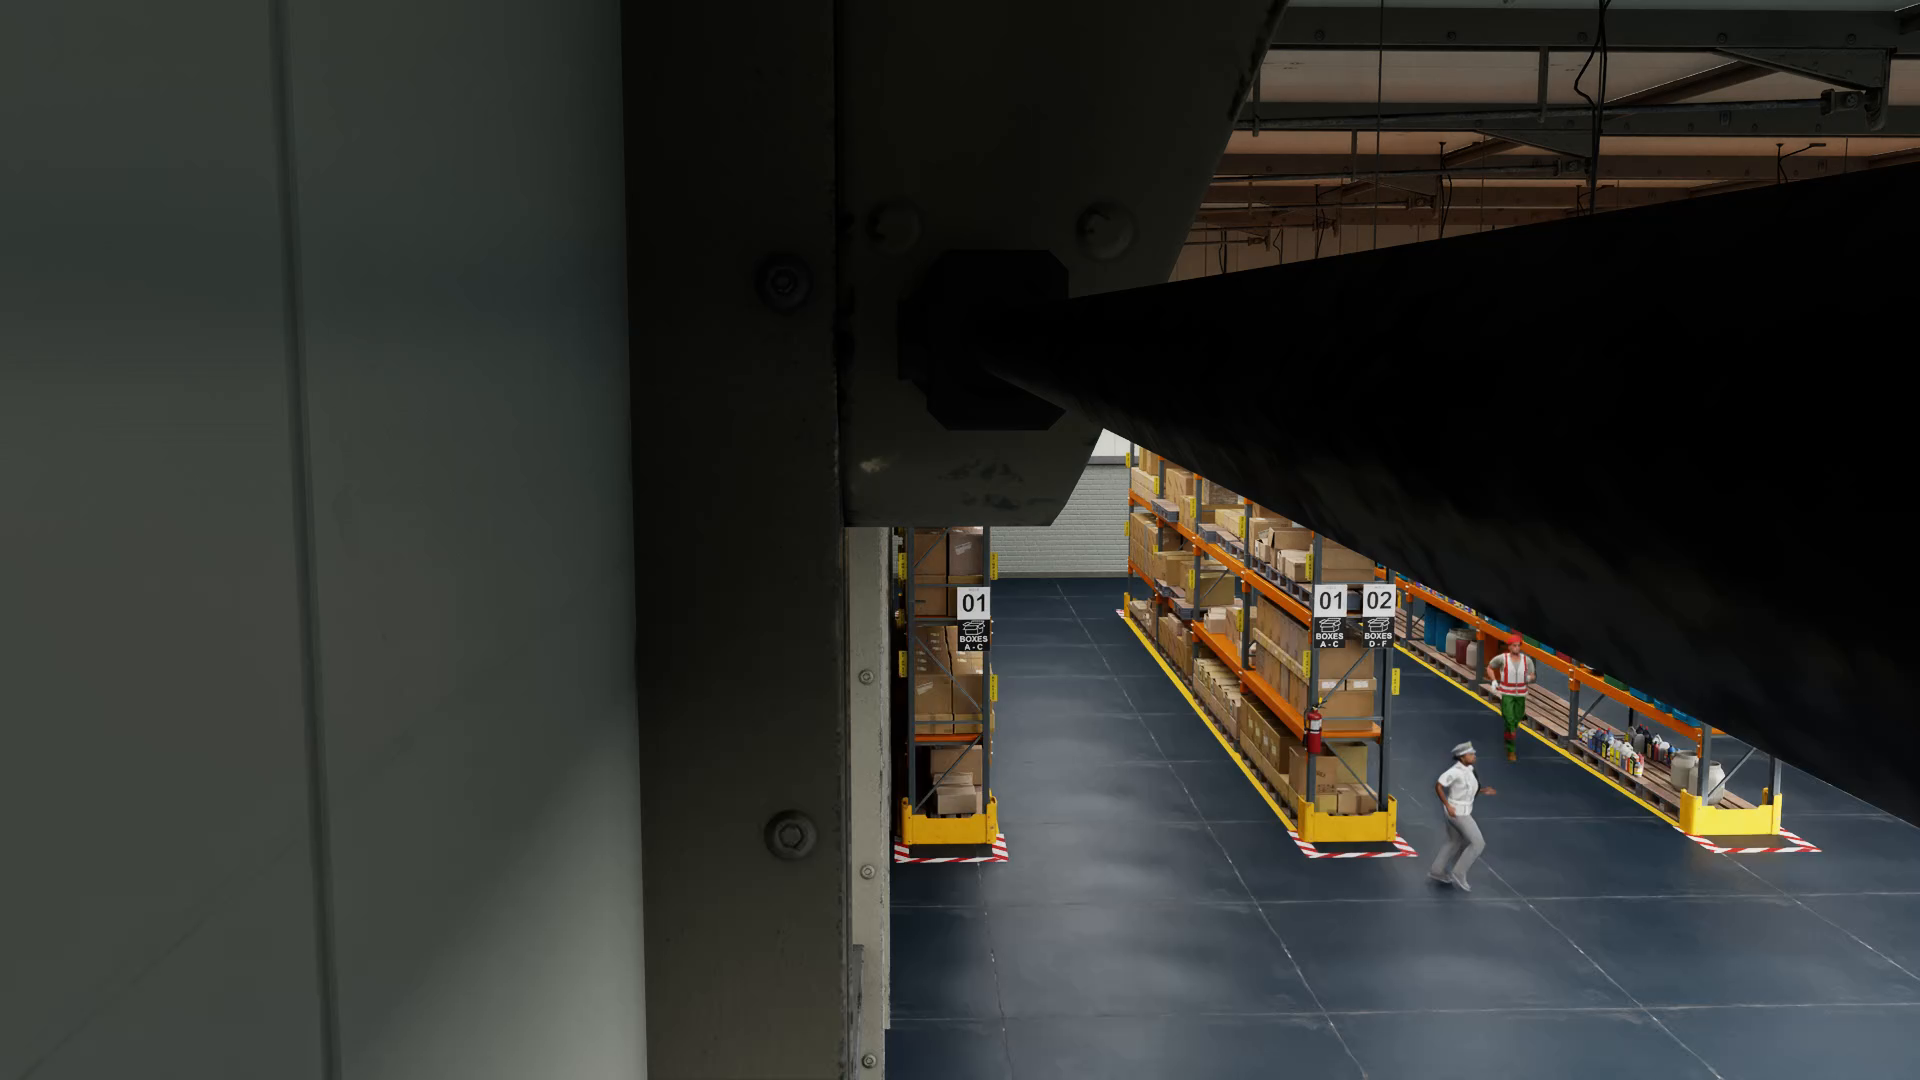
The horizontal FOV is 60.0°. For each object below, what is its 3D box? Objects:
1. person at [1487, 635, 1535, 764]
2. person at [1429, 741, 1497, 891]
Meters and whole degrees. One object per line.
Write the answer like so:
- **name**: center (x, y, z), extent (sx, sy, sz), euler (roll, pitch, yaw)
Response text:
- **person**: center (8.140, 2.304, 24.498), extent (0.640, 1.824, 0.814), euler (0, 7, -1)
- **person**: center (5.682, 3.105, 18.799), extent (0.704, 1.704, 0.579), euler (4, 8, 26)
